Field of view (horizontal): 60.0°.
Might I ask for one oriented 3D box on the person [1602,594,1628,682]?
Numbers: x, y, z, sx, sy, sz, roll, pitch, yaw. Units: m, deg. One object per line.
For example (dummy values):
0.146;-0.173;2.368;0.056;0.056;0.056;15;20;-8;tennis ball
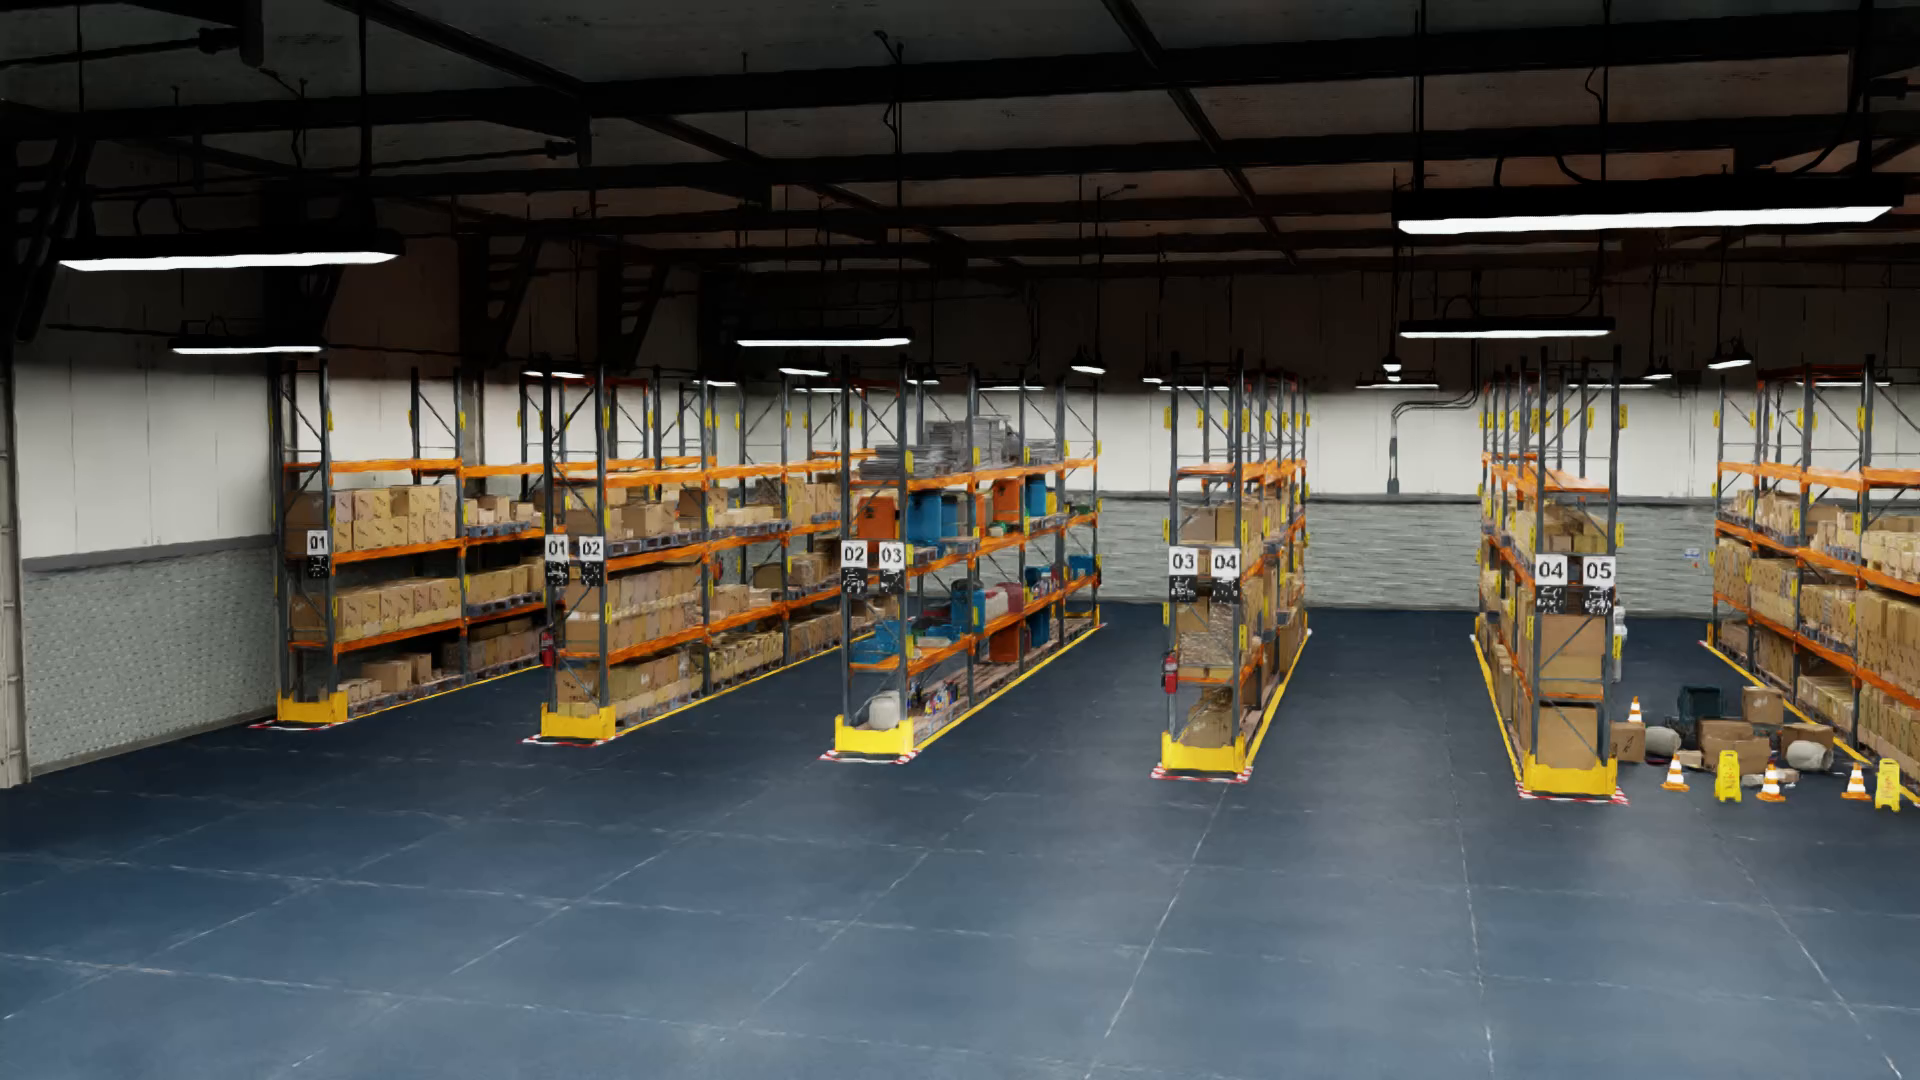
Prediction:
12.534;1.871;31.911;0.523;1.667;0.477;-4;6;-44;person
